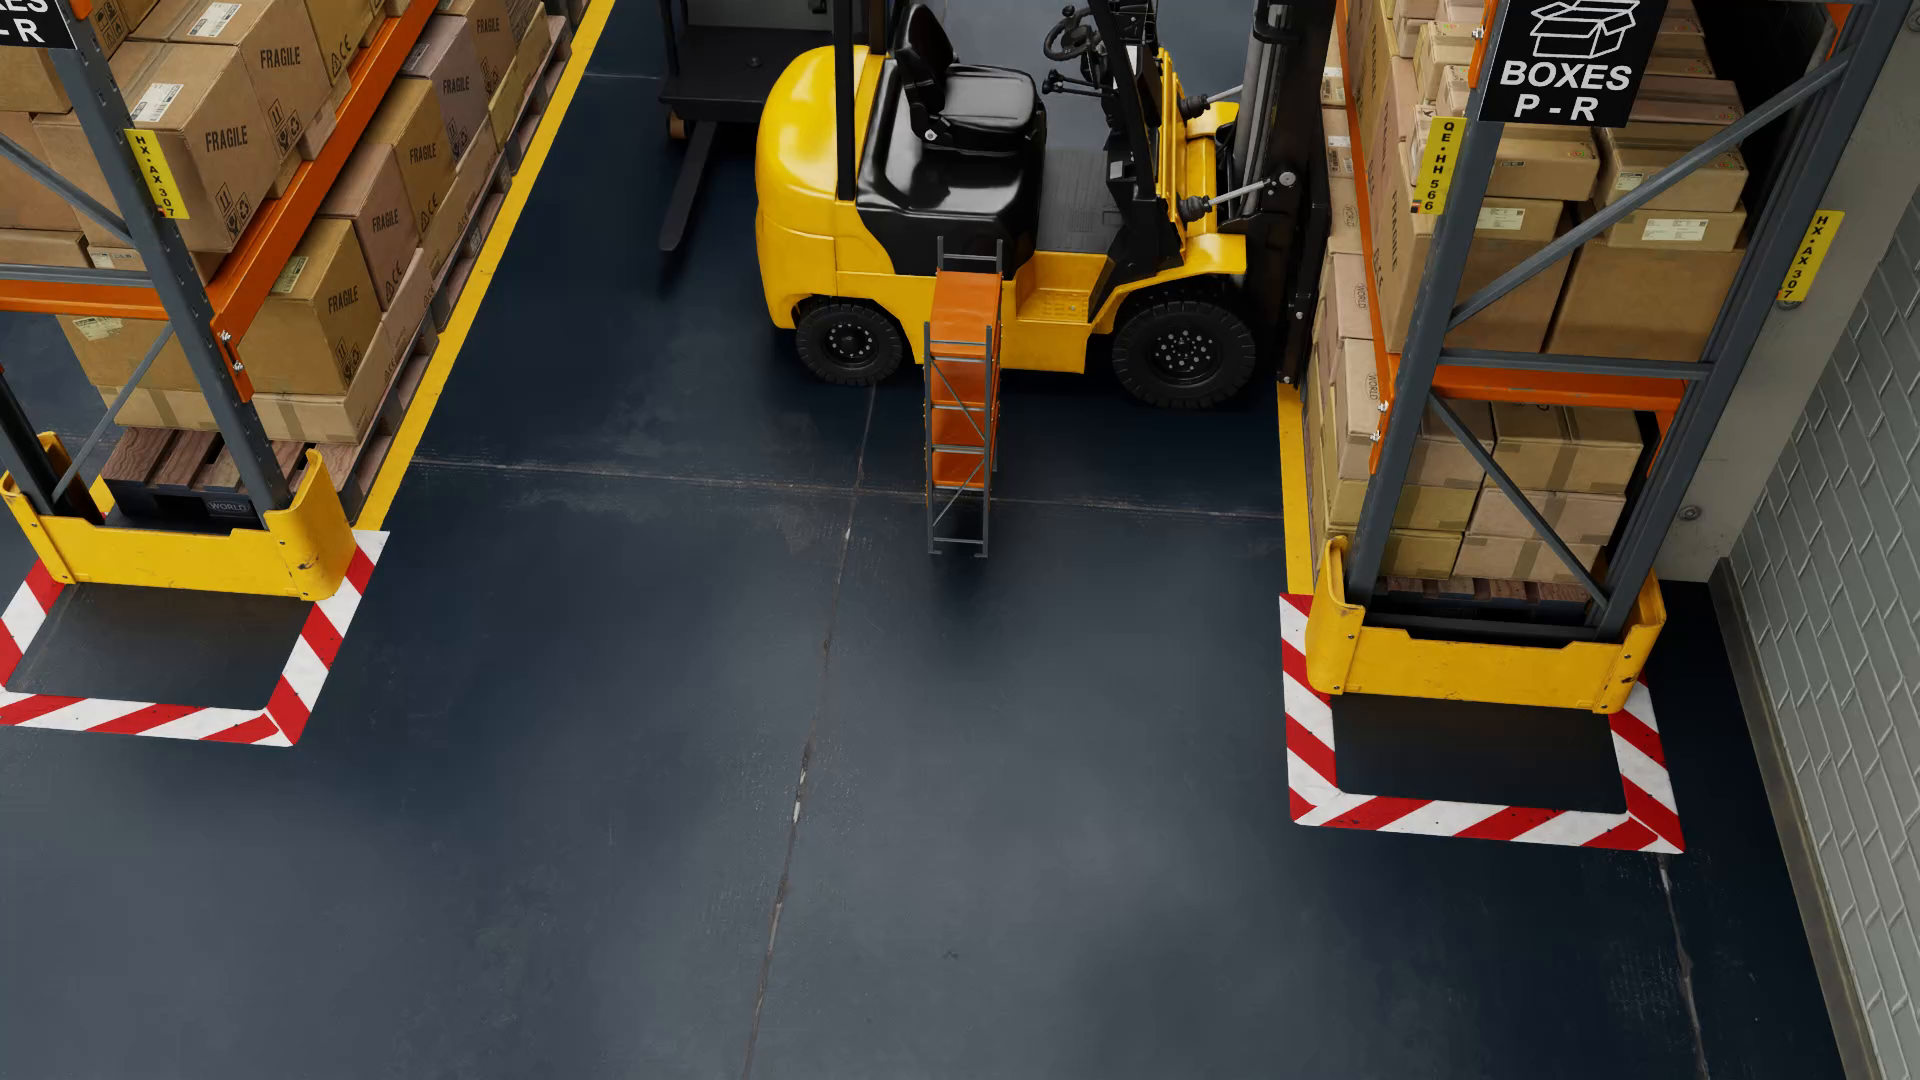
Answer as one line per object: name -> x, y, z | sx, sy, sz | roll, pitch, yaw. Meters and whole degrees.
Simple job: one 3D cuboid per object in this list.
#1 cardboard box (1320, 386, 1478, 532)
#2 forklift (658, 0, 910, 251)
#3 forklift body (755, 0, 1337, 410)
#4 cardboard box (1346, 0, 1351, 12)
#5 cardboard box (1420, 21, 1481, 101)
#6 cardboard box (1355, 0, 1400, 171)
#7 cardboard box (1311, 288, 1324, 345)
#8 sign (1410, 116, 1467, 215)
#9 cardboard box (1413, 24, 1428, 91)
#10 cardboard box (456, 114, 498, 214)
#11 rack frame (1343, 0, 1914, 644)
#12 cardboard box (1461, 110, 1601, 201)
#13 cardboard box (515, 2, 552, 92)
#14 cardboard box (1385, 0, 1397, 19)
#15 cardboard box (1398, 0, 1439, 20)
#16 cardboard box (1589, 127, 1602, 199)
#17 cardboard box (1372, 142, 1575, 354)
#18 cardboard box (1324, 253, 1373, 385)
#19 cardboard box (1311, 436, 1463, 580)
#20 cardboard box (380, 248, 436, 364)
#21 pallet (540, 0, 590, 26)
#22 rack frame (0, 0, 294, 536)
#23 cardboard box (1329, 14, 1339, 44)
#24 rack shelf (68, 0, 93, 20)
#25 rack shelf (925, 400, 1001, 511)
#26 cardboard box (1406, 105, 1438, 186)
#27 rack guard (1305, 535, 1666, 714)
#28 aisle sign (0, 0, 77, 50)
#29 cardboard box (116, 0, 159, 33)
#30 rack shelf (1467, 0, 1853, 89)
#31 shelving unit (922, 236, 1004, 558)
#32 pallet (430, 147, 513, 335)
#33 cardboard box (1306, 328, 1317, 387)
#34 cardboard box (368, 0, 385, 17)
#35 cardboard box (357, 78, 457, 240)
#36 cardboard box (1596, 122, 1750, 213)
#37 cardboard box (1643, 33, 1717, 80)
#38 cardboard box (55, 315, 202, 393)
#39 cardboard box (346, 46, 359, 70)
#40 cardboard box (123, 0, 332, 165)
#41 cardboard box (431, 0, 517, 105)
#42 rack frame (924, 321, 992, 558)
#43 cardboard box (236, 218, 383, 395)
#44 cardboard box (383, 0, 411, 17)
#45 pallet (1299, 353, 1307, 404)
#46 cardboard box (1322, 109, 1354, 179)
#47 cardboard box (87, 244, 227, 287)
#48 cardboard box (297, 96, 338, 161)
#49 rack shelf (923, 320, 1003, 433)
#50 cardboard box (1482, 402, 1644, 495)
cardboard box -> 1.639, -0.309, 6.240 | 0.500, 0.250, 0.500 | 3, 48, 3
forklift -> -0.930, -3.272, 7.757 | 1.130, 2.935, 3.031 | 3, 48, 3
forklift body -> 0.262, -1.777, 6.918 | 2.313, 2.155, 1.214 | 4, 48, 4
cardboard box -> 1.894, -2.456, 6.896 | 0.500, 0.500, 0.500 | 3, 48, 3
cardboard box -> 1.717, -1.556, 5.431 | 0.380, 0.149, 0.250 | 5, 48, 4
cardboard box -> 1.792, -1.718, 6.221 | 0.500, 0.500, 0.500 | 3, 48, 3
cardboard box -> 1.722, -1.057, 6.924 | 0.500, 0.250, 0.500 | 3, 48, 3
sign -> 1.367, -1.065, 4.746 | 0.100, 0.325, 0.005 | 4, 48, 4
cardboard box -> 1.771, -1.632, 5.702 | 0.380, 0.149, 0.250 | 4, 48, 3
cardboard box -> -2.549, -1.814, 7.955 | 0.500, 0.250, 0.500 | 5, 48, 4
rack frame -> 1.906, -0.548, 5.218 | 1.000, 3.000, 0.127 | 4, 48, 4
cardboard box -> 1.729, -1.178, 5.086 | 0.380, 0.149, 0.250 | 4, 48, 4
cardboard box -> -2.459, -2.579, 8.655 | 0.500, 0.250, 0.500 | 6, 48, 5
cardboard box -> 1.751, -2.018, 6.056 | 0.380, 0.149, 0.250 | 4, 48, 4
cardboard box -> 1.727, -1.932, 5.776 | 0.380, 0.149, 0.250 | 5, 48, 4
cardboard box -> 2.154, -1.218, 5.324 | 0.380, 0.149, 0.250 | 4, 48, 4
cardboard box -> 1.689, -0.961, 5.528 | 0.500, 0.500, 0.500 | 3, 48, 3
cardboard box -> 1.678, -0.834, 6.381 | 0.500, 0.250, 0.500 | 5, 48, 4
cardboard box -> 1.634, -0.128, 6.413 | 0.500, 0.250, 0.500 | 4, 48, 4
cardboard box -> -2.635, -1.041, 7.248 | 0.500, 0.250, 0.500 | 5, 48, 5
pallet -> -2.603, -3.449, 9.762 | 1.003, 0.211, 1.213 | 4, 48, 4
rack frame -> -3.037, -0.879, 5.521 | 1.000, 3.000, 0.127 | 4, 48, 4
cardboard box -> 1.857, -2.329, 7.748 | 0.500, 0.250, 0.500 | 4, 48, 4
rack shelf -> -2.855, -3.118, 6.024 | 1.077, 0.370, 4.000 | 4, 48, 4
rack shelf -> 0.015, -0.347, 6.615 | 0.258, 0.148, 0.480 | 4, 48, 4
cardboard box -> 1.652, -1.264, 5.366 | 0.380, 0.149, 0.250 | 5, 48, 4
rack guard -> 1.904, 0.314, 6.124 | 1.175, 0.500, 0.348 | 4, 48, 4
aisle sign -> -2.734, -1.690, 4.501 | 0.394, 0.787, 0.004 | 4, 48, 4
cardboard box -> -3.155, -2.112, 5.702 | 0.700, 0.500, 0.500 | 4, 48, 4
rack shelf -> 2.088, -2.787, 5.721 | 1.077, 0.370, 4.000 | 4, 48, 4
shelving unit -> 0.015, -0.527, 6.419 | 0.258, 1.200, 0.503 | 4, 48, 4
pallet -> -2.808, -1.482, 7.962 | 1.003, 0.211, 1.213 | 4, 48, 4
cardboard box -> 1.743, -0.860, 7.082 | 0.500, 0.250, 0.500 | 4, 48, 4
cardboard box -> -2.591, -2.472, 6.709 | 0.500, 0.500, 0.500 | 3, 48, 3
cardboard box -> -2.590, -1.690, 7.333 | 0.500, 0.500, 0.500 | 5, 48, 4
cardboard box -> 2.149, -1.133, 5.045 | 0.380, 0.149, 0.250 | 3, 48, 3
cardboard box -> 2.217, -1.518, 5.397 | 0.380, 0.149, 0.250 | 5, 48, 4
cardboard box -> -3.224, -0.952, 6.658 | 0.500, 0.500, 0.500 | 4, 48, 4
cardboard box -> -2.663, -1.980, 6.698 | 0.380, 0.149, 0.250 | 5, 48, 5
cardboard box -> -2.674, -1.723, 6.024 | 0.500, 0.500, 0.500 | 5, 48, 5
cardboard box -> -2.504, -2.458, 8.036 | 0.500, 0.500, 0.500 | 5, 48, 4
rack frame -> -0.007, -0.347, 6.255 | 0.240, 1.200, 0.015 | 4, 48, 4
cardboard box -> -2.687, -0.937, 6.645 | 0.500, 0.500, 0.500 | 2, 48, 2
cardboard box -> -2.528, -2.352, 7.039 | 0.380, 0.149, 0.250 | 4, 48, 4
pallet -> 2.048, -1.065, 7.581 | 1.003, 0.211, 1.213 | 4, 48, 4
cardboard box -> 1.768, -1.577, 7.061 | 0.500, 0.250, 0.500 | 3, 48, 3
cardboard box -> -2.800, -1.030, 5.829 | 0.380, 0.149, 0.250 | 4, 48, 4
cardboard box -> -2.618, -1.589, 6.341 | 0.380, 0.149, 0.250 | 5, 48, 4
rack shelf -> 0.015, -0.632, 6.303 | 0.258, 0.148, 0.480 | 4, 48, 4
cardboard box -> 2.138, -0.439, 6.020 | 0.500, 0.250, 0.500 | 3, 48, 3
